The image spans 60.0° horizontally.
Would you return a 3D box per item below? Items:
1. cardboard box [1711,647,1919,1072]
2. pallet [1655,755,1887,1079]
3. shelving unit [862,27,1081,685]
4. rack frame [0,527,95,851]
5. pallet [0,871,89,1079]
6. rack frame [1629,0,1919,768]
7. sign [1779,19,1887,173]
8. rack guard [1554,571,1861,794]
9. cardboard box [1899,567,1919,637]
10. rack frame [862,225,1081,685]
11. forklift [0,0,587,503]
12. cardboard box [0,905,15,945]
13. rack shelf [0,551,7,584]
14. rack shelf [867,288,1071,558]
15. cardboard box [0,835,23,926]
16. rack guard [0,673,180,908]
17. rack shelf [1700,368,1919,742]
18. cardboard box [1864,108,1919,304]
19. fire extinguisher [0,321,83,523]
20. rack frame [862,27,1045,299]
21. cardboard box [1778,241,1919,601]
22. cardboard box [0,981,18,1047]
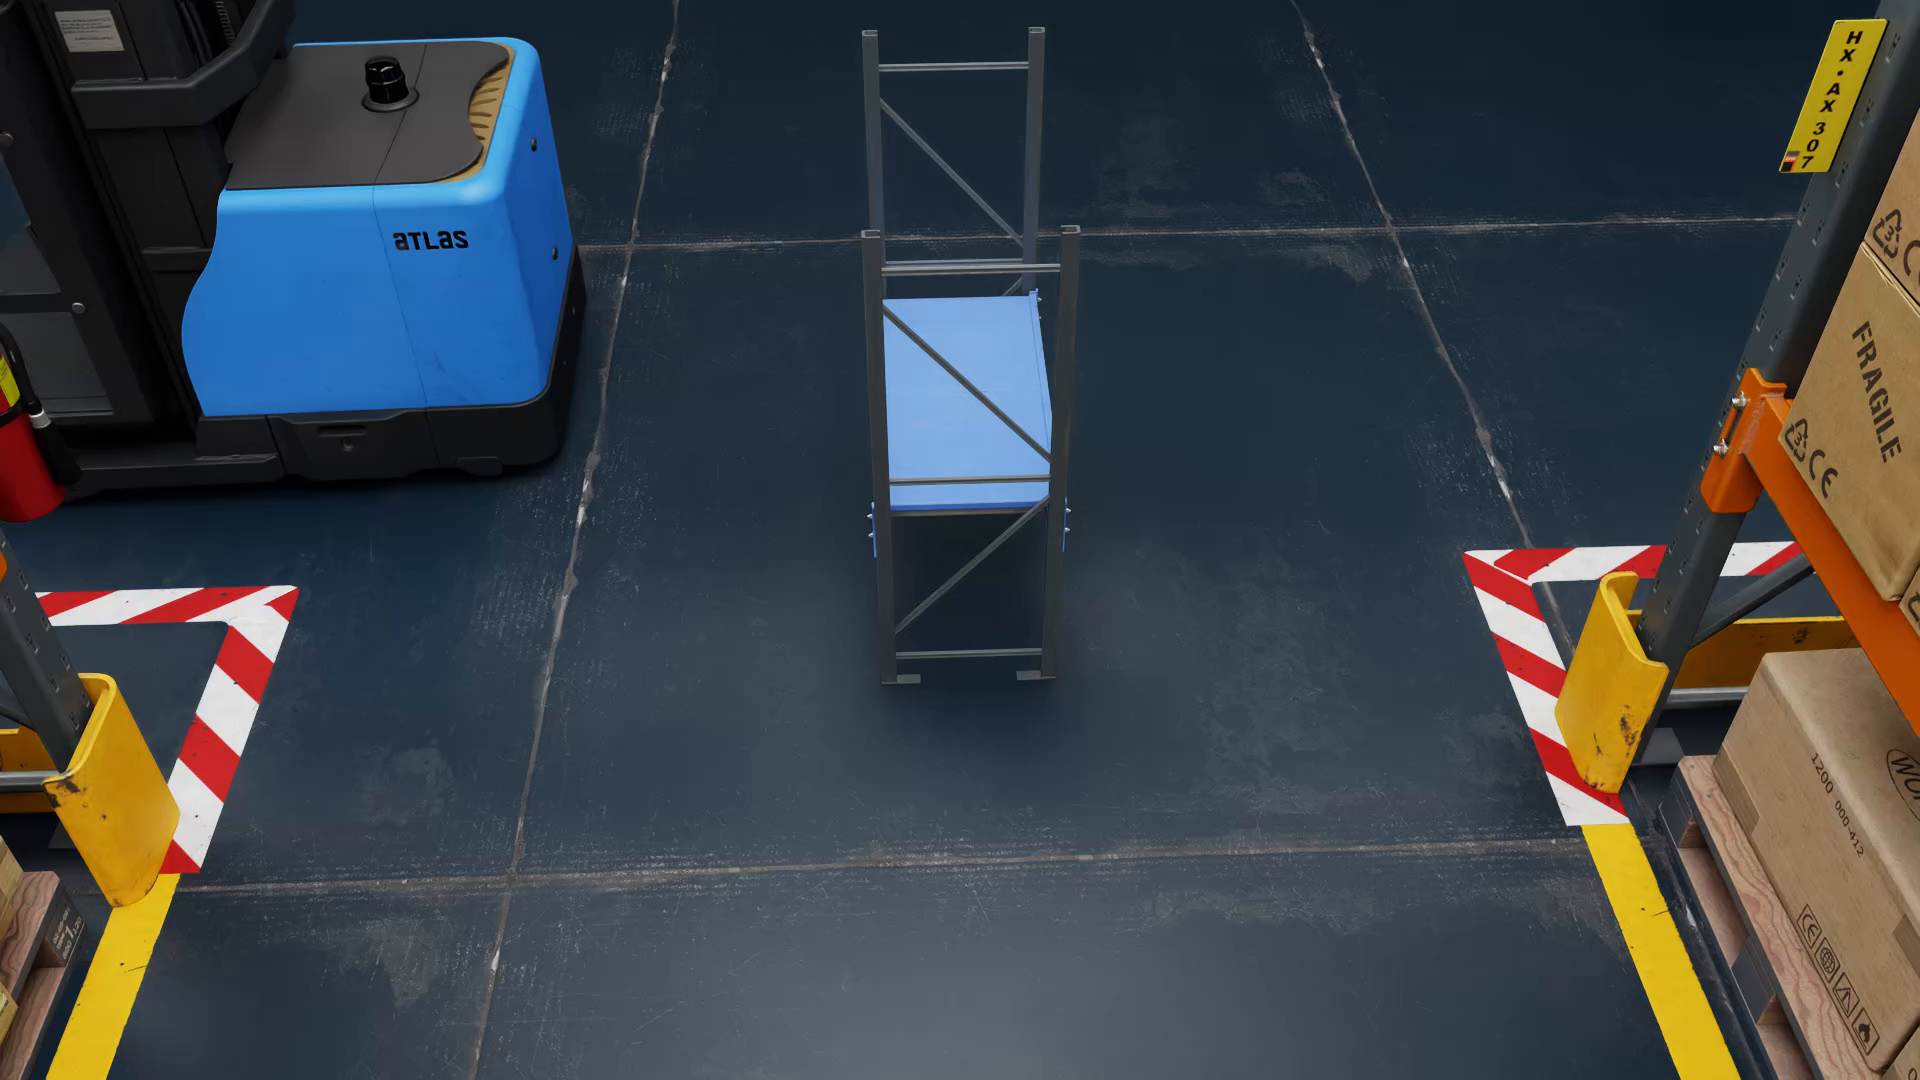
[{"bbox_3d":[2.402,0.698,3.854,0.875,0.438,0.875,-3,43,-3],"label":"cardboard box"},{"bbox_3d":[2.386,1.031,3.969,1.003,0.211,1.213,-2,43,-2],"label":"pallet"},{"bbox_3d":[0.004,-0.495,4.680,0.538,1.500,1.048,-2,43,-2],"label":"shelving unit"},{"bbox_3d":[-2.667,-0.325,3.384,1.000,3.000,0.127,-2,43,-2],"label":"rack frame"},{"bbox_3d":[-2.665,1.304,3.671,1.003,0.211,1.213,-2,43,-2],"label":"pallet"},{"bbox_3d":[2.274,-0.535,3.614,1.000,3.000,0.127,-2,43,-2],"label":"rack frame"},{"bbox_3d":[1.719,-0.871,3.281,0.100,0.325,0.005,-2,43,-2],"label":"sign"},{"bbox_3d":[2.273,0.370,4.476,1.175,0.500,0.348,-2,43,-2],"label":"rack guard"},{"bbox_3d":[2.057,0.101,2.846,0.500,0.500,0.500,-2,43,-2],"label":"cardboard box"},{"bbox_3d":[0.025,-0.152,4.306,0.500,1.500,0.032,-2,43,-2],"label":"rack frame"},{"bbox_3d":[-2.854,-1.561,4.784,3.031,2.935,1.130,-3,43,-3],"label":"forklift"},{"bbox_3d":[-2.436,0.921,3.824,0.380,0.149,0.250,-1,43,-1],"label":"cardboard box"},{"bbox_3d":[-2.582,1.291,2.154,1.077,0.370,4.000,-2,43,-2],"label":"rack shelf"},{"bbox_3d":[0.004,-0.363,4.802,0.538,0.185,1.000,-2,43,-2],"label":"rack shelf"},{"bbox_3d":[-2.360,0.810,3.725,0.380,0.149,0.250,-3,43,-3],"label":"cardboard box"},{"bbox_3d":[-2.664,0.648,4.173,1.175,0.500,0.348,-2,43,-2],"label":"rack guard"},{"bbox_3d":[2.359,1.081,2.384,1.077,0.370,4.000,-2,43,-2],"label":"rack shelf"},{"bbox_3d":[2.010,-0.608,2.879,0.500,0.500,0.500,-3,43,-3],"label":"cardboard box"},{"bbox_3d":[-2.217,-0.342,3.736,0.296,0.674,0.183,-2,43,-2],"label":"fire extinguisher"},{"bbox_3d":[-0.018,-0.838,5.055,0.500,1.500,0.032,-2,43,-2],"label":"rack frame"},{"bbox_3d":[2.008,-0.239,3.217,0.500,0.500,0.500,-2,43,-2],"label":"cardboard box"},{"bbox_3d":[-2.324,1.092,3.638,0.380,0.149,0.250,0,43,0],"label":"cardboard box"}]
